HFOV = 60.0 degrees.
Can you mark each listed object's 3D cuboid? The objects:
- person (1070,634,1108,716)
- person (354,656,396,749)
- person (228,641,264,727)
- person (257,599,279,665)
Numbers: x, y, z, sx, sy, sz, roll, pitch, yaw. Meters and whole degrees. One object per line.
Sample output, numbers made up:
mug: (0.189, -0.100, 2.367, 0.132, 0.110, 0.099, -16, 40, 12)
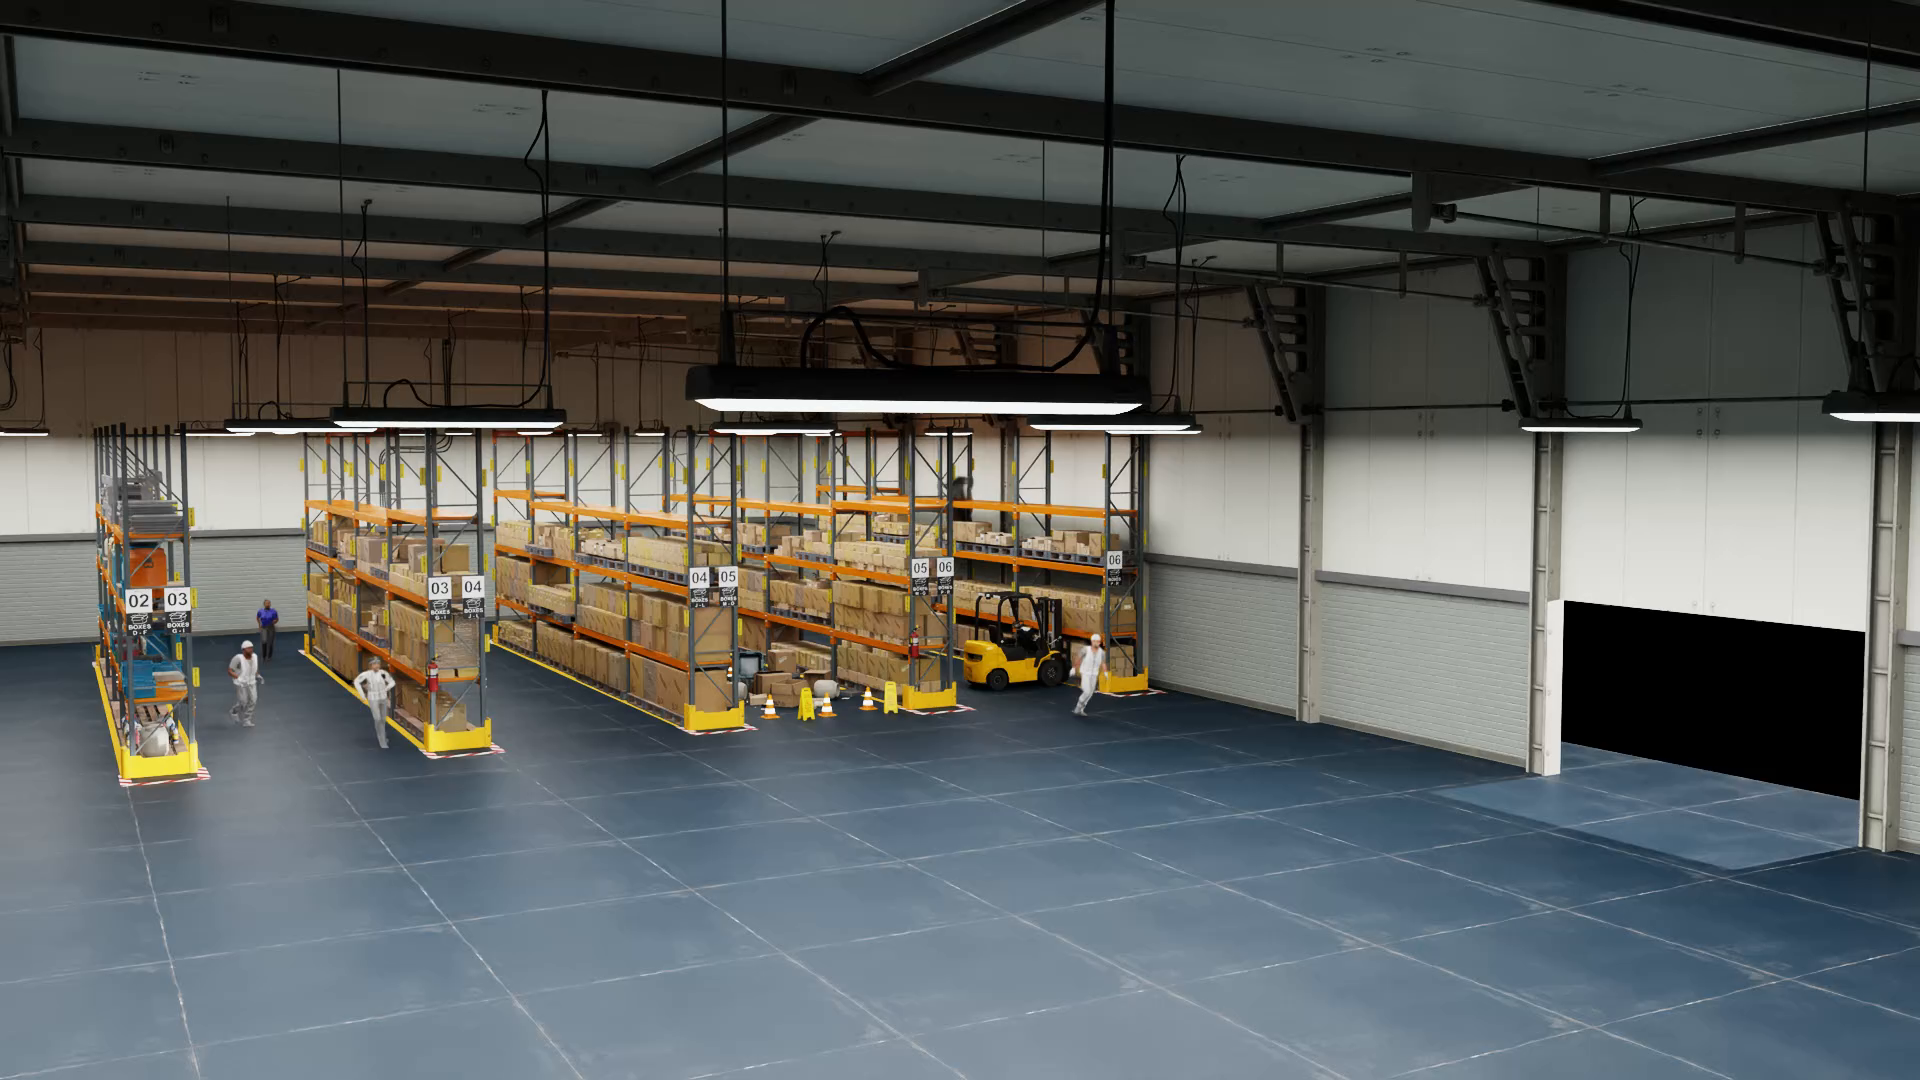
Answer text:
person: (2.677, 2.779, 34.205, 0.645, 1.728, 0.678, -2, 4, -25)
person: (-10.867, 3.011, 30.931, 0.712, 1.743, 0.677, -3, 4, -37)
person: (-14.285, 2.864, 33.143, 0.709, 1.729, 0.682, 2, 4, 36)
person: (-17.682, 2.346, 42.489, 0.527, 1.649, 0.781, -1, 4, -22)
